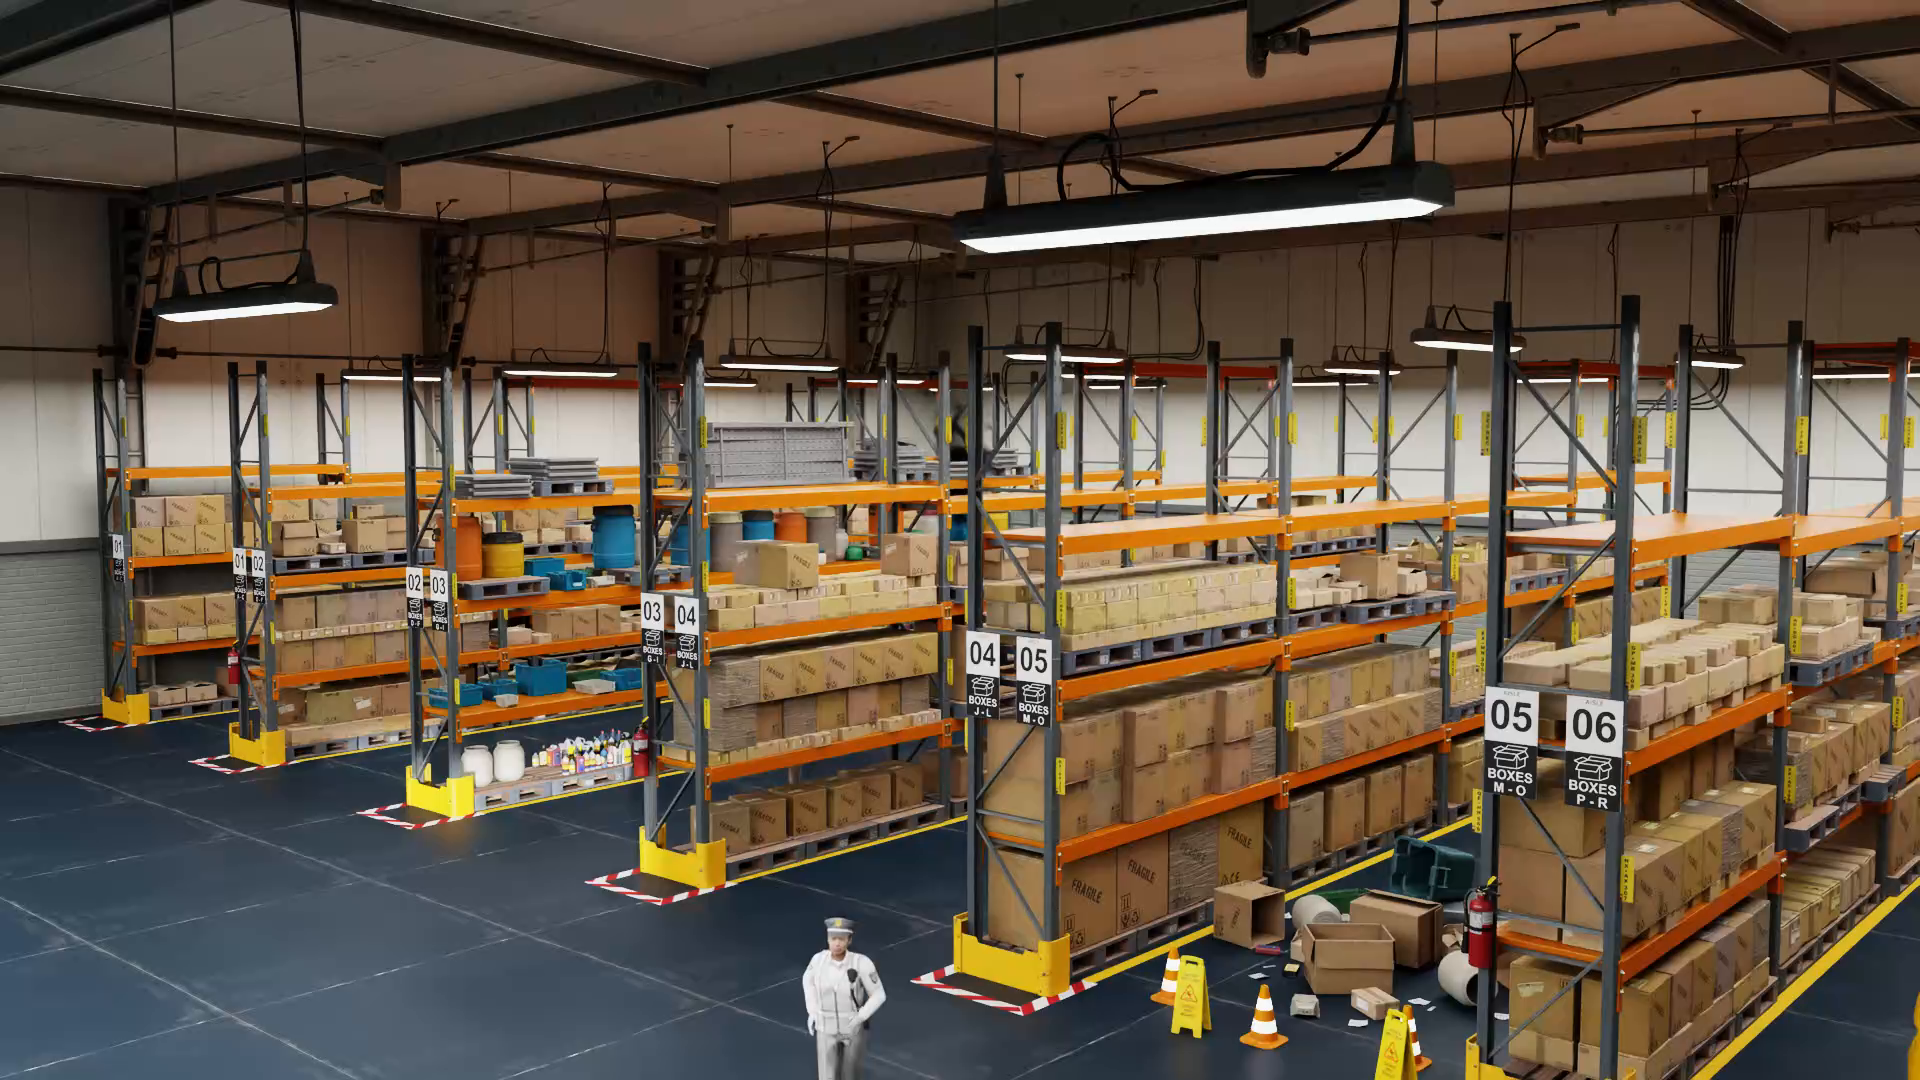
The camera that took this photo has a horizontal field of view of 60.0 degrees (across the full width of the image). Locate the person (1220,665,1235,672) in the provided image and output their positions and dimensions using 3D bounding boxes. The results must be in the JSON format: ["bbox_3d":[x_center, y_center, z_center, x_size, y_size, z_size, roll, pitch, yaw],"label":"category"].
[{"bbox_3d":[3.880,2.601,24.041,0.545,1.625,0.806,4,6,43],"label":"person"}]

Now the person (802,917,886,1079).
[{"bbox_3d":[-0.825,3.461,11.714,0.621,1.709,0.875,0,4,4],"label":"person"}]

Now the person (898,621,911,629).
[{"bbox_3d":[-0.966,1.863,32.910,0.682,1.777,0.885,3,5,31],"label":"person"}]

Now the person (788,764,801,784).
[{"bbox_3d":[-2.300,2.641,22.927,0.664,1.672,0.601,2,5,26],"label":"person"}]
